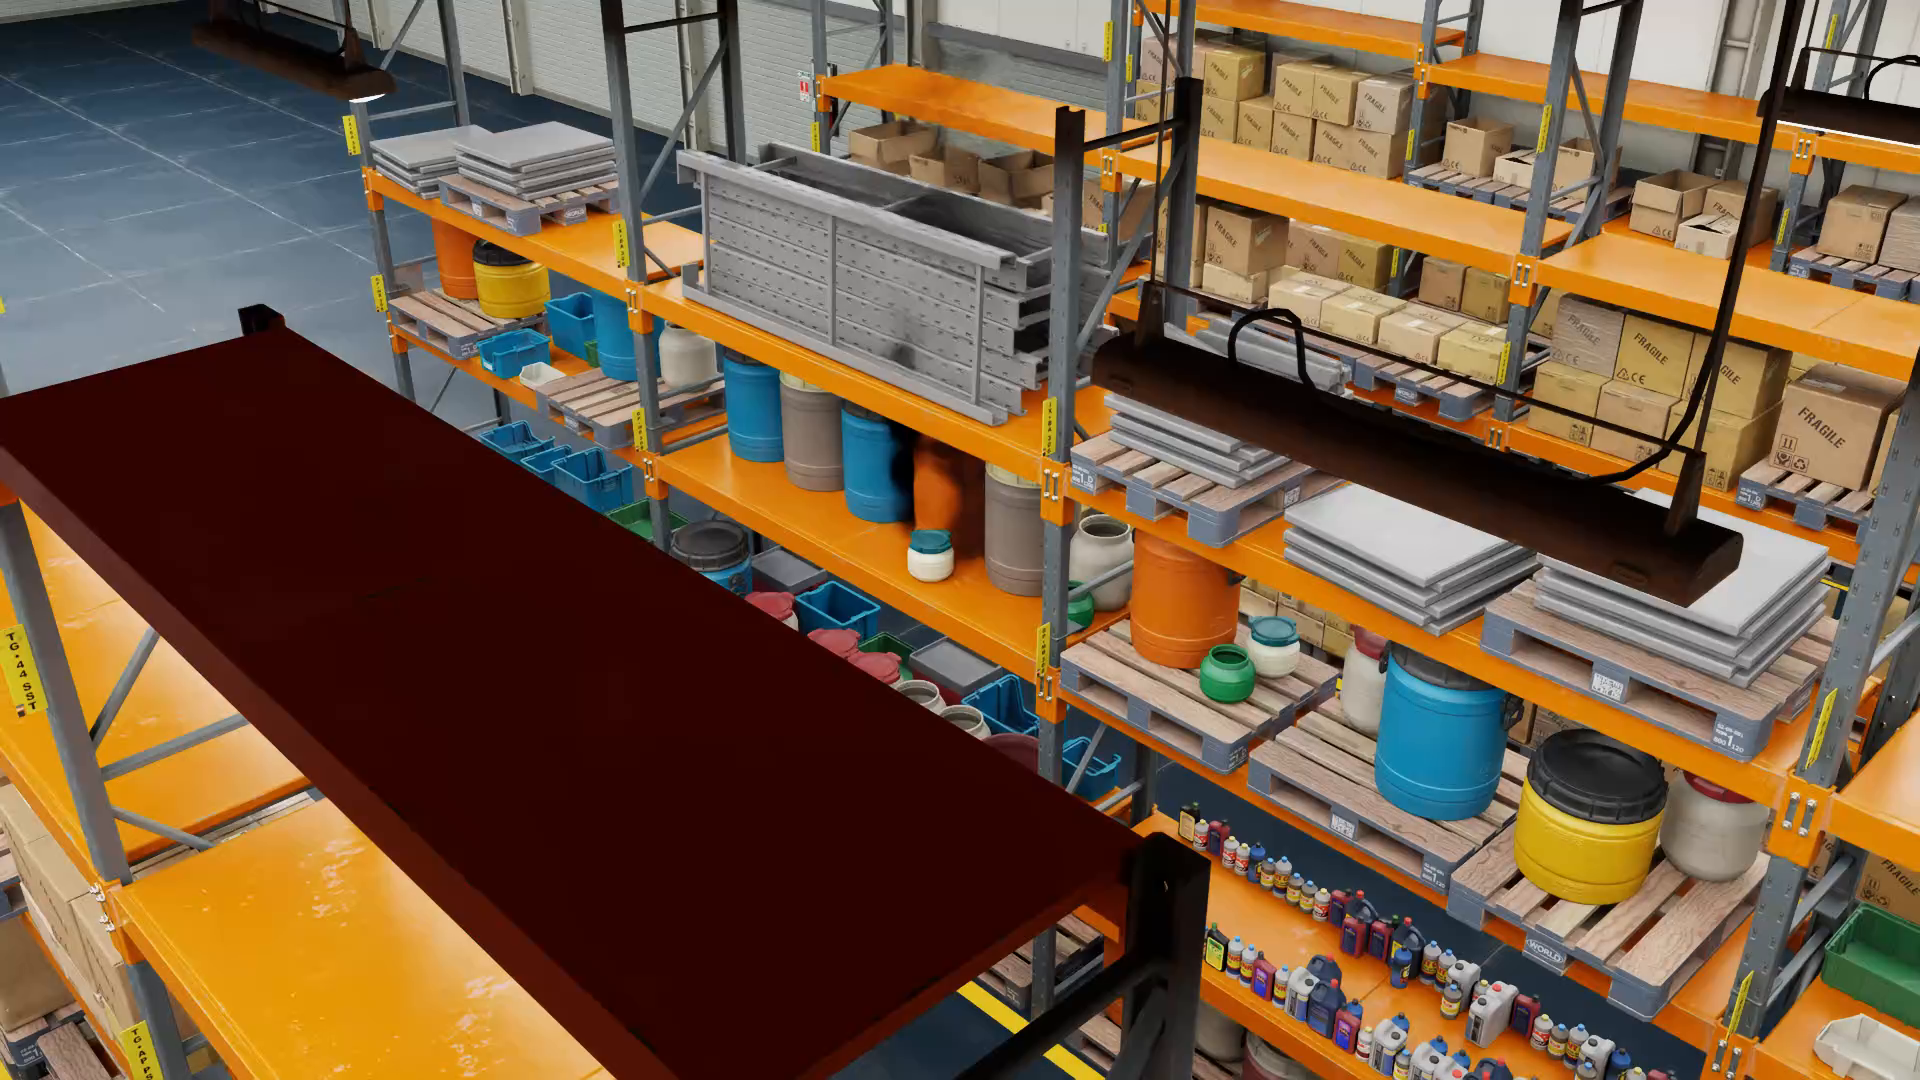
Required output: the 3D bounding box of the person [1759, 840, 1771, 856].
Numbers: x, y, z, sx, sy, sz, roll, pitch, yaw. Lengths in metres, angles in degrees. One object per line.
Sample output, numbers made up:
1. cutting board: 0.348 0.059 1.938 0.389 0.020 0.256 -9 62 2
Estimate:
1. person: 4.818 2.493 10.534 0.634 1.545 0.509 16 32 27
